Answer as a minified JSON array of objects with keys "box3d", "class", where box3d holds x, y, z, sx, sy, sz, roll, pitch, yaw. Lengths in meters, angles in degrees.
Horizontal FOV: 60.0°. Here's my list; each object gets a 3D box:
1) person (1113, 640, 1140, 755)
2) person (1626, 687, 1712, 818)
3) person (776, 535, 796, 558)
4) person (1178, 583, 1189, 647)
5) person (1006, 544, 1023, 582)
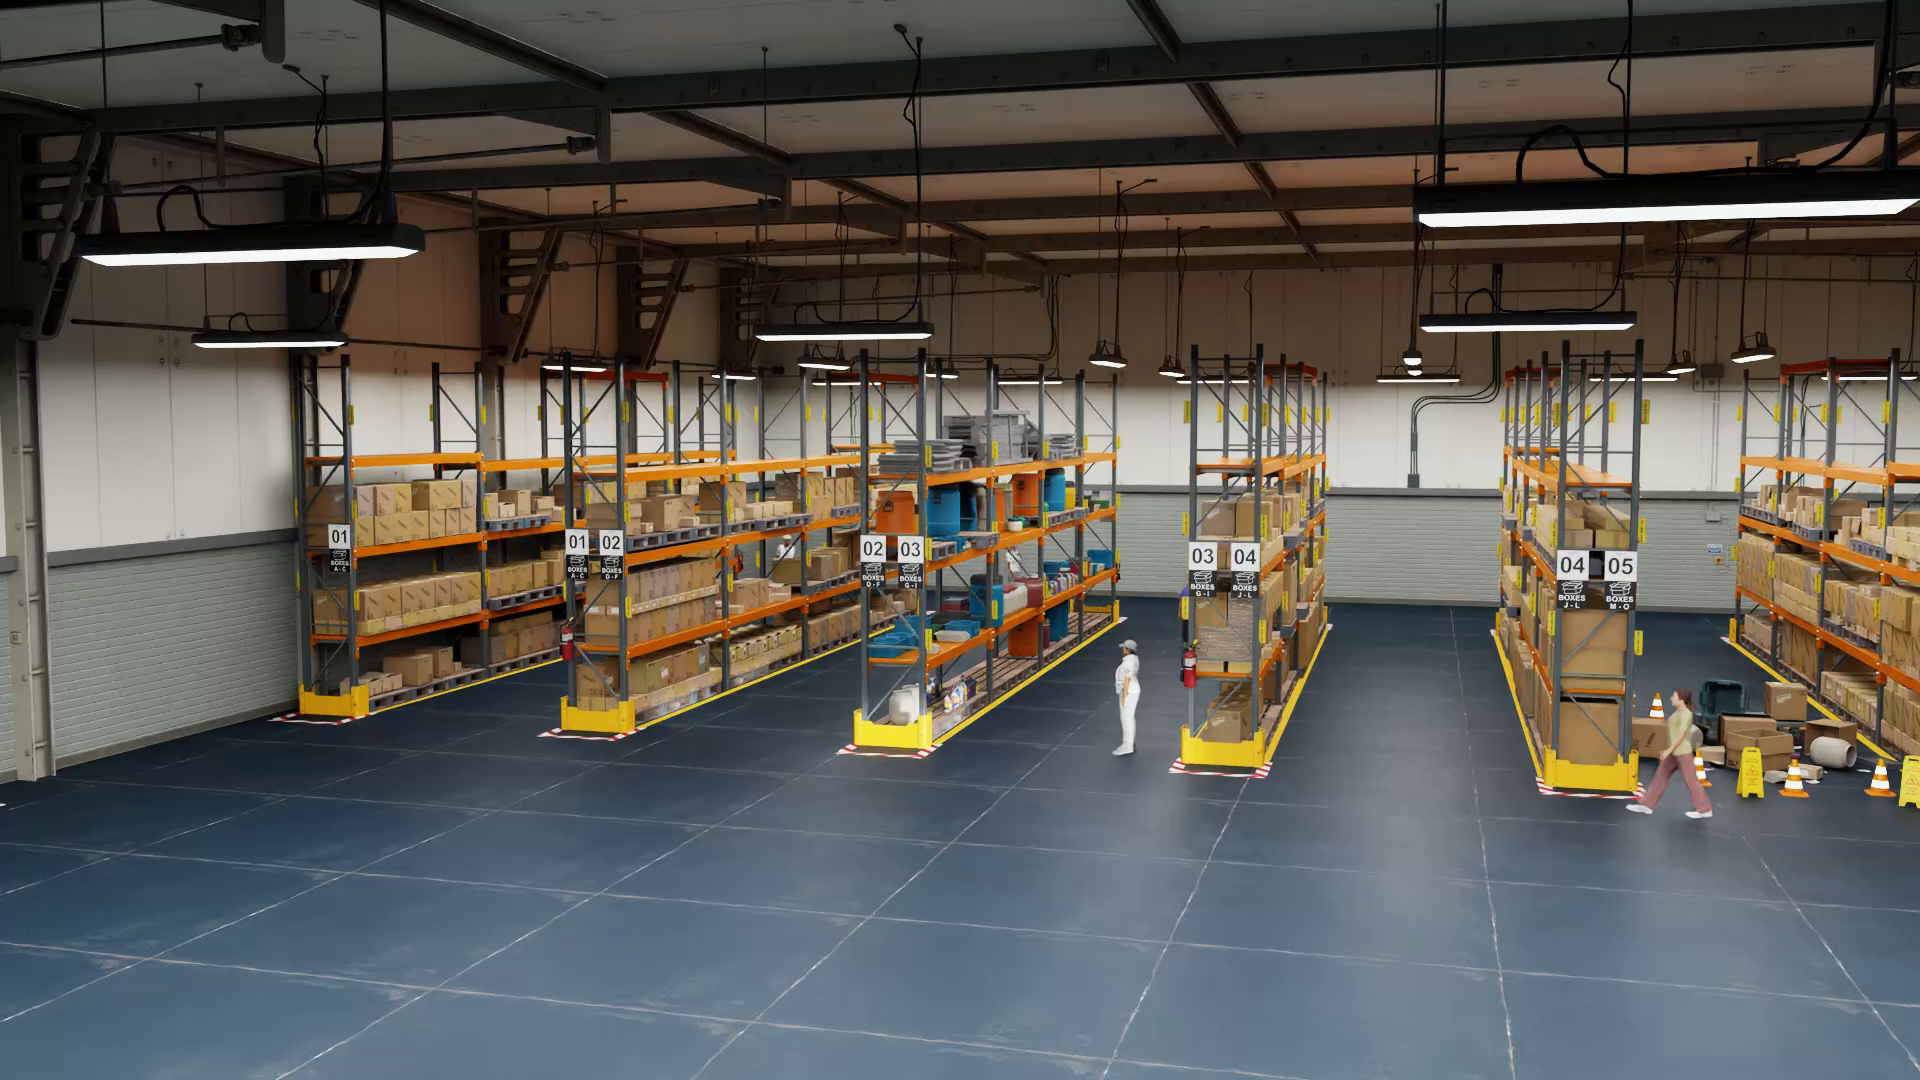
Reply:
[{"box3d":[2.480,2.318,24.725,0.406,1.672,0.560,0,4,6],"class":"person"},{"box3d":[8.817,2.625,20.565,0.967,1.622,0.456,1,4,7],"class":"person"},{"box3d":[-4.757,0.728,45.350,0.541,1.747,1.059,0,4,0],"class":"person"},{"box3d":[4.865,1.562,35.130,0.508,1.611,0.920,1,4,11],"class":"person"},{"box3d":[1.456,0.870,43.904,0.497,1.708,0.491,2,5,28],"class":"person"}]
